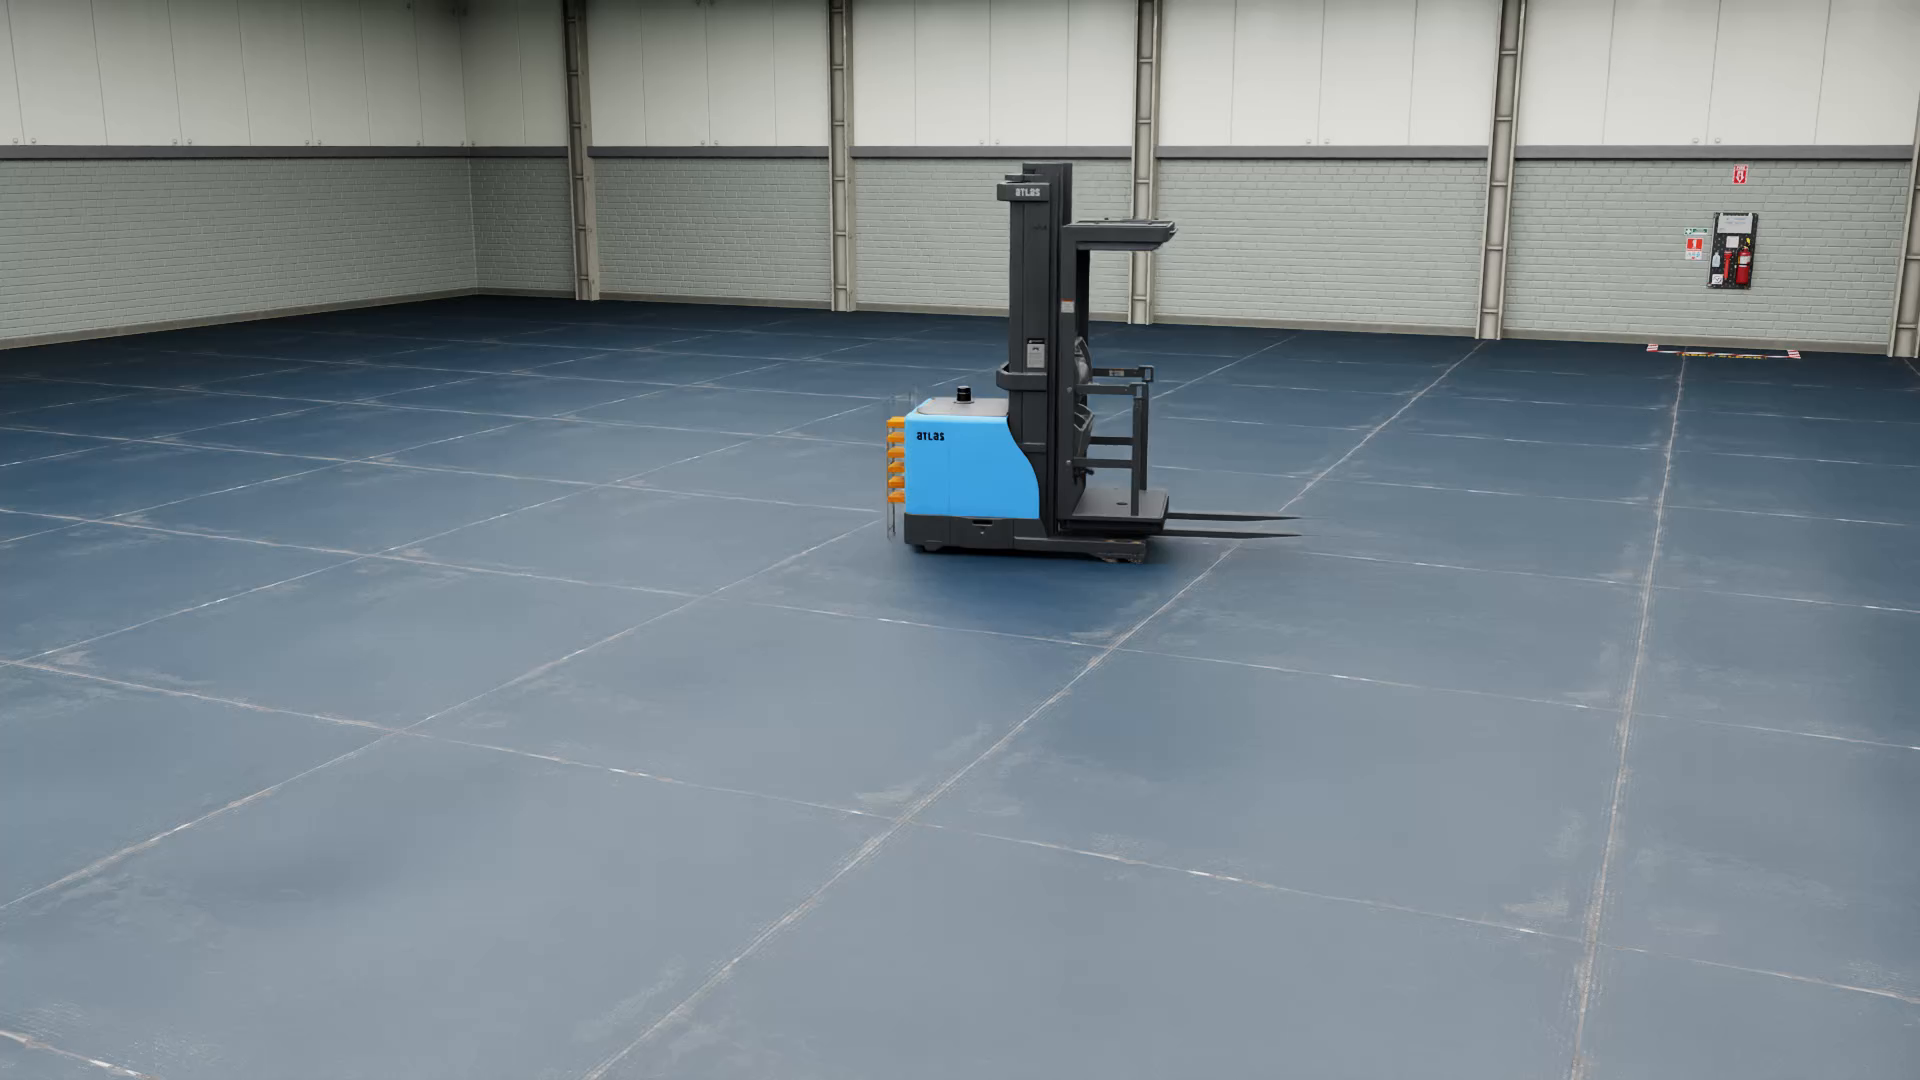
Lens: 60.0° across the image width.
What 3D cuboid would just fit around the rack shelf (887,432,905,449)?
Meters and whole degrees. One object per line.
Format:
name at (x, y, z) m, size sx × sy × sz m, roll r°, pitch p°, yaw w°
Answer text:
rack shelf at (-0.463, -0.790, 13.139) m, size 0.180 × 0.103 × 0.258 m, roll 2°, pitch 13°, yaw 9°

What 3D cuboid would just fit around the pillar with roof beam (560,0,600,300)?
pillar with roof beam at (-9.472, -8.479, 29.692) m, size 0.400 × 9.000 × 9.100 m, roll 6°, pitch 14°, yaw 23°

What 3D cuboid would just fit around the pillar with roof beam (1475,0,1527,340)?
pillar with roof beam at (6.985, -6.814, 22.594) m, size 0.400 × 9.000 × 9.100 m, roll 6°, pitch 14°, yaw 23°

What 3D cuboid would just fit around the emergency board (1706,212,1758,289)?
emergency board at (11.971, -4.474, 25.754) m, size 0.643 × 1.169 × 0.194 m, roll 6°, pitch 14°, yaw 23°

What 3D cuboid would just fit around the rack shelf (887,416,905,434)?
rack shelf at (-0.463, -0.907, 13.112) m, size 0.180 × 0.103 × 0.258 m, roll 2°, pitch 13°, yaw 9°

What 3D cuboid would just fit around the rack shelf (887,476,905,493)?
rack shelf at (-0.463, -0.440, 13.221) m, size 0.180 × 0.103 × 0.258 m, roll 2°, pitch 13°, yaw 9°

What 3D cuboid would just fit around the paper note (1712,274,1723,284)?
paper note at (11.837, -4.076, 25.986) m, size 0.142 × 0.148 × 0.016 m, roll 6°, pitch 14°, yaw 23°

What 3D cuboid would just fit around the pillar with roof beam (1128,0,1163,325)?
pillar with roof beam at (1.499, -7.369, 24.960) m, size 0.400 × 9.000 × 9.100 m, roll 6°, pitch 14°, yaw 23°

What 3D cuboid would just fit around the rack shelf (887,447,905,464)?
rack shelf at (-0.463, -0.673, 13.167) m, size 0.180 × 0.103 × 0.258 m, roll 2°, pitch 13°, yaw 9°

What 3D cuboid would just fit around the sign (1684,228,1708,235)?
sign at (11.507, -4.819, 25.989) m, size 0.331 × 0.109 × 0.001 m, roll 6°, pitch 14°, yaw 23°

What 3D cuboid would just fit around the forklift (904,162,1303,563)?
forklift at (1.131, -1.382, 12.731) m, size 3.031 × 2.935 × 1.130 m, roll 2°, pitch 13°, yaw 9°

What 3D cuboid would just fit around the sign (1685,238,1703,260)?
sign at (11.507, -4.564, 26.060) m, size 0.234 × 0.329 × 0.001 m, roll 6°, pitch 14°, yaw 23°

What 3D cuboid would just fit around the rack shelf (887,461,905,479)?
rack shelf at (-0.463, -0.556, 13.194) m, size 0.180 × 0.103 × 0.258 m, roll 2°, pitch 13°, yaw 9°

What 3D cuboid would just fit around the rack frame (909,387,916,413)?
rack frame at (-0.373, -0.596, 13.169) m, size 0.006 × 1.200 × 0.240 m, roll 2°, pitch 13°, yaw 9°

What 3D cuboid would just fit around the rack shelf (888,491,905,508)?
rack shelf at (-0.463, -0.323, 13.249) m, size 0.180 × 0.103 × 0.258 m, roll 2°, pitch 13°, yaw 9°

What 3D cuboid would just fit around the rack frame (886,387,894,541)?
rack frame at (-0.553, -0.603, 13.199) m, size 0.006 × 1.200 × 0.240 m, roll 2°, pitch 13°, yaw 9°

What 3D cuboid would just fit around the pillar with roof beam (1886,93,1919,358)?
pillar with roof beam at (12.471, -6.259, 20.228) m, size 0.400 × 9.000 × 9.100 m, roll 6°, pitch 14°, yaw 23°

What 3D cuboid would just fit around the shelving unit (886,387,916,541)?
shelving unit at (-0.463, -0.600, 13.184) m, size 0.189 × 1.200 × 0.258 m, roll 2°, pitch 13°, yaw 9°

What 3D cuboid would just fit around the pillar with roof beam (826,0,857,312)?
pillar with roof beam at (-3.987, -7.924, 27.326) m, size 0.400 × 9.000 × 9.100 m, roll 6°, pitch 14°, yaw 23°

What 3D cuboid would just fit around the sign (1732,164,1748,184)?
sign at (12.004, -5.624, 25.581) m, size 0.199 × 0.298 × 0.001 m, roll 6°, pitch 14°, yaw 23°
